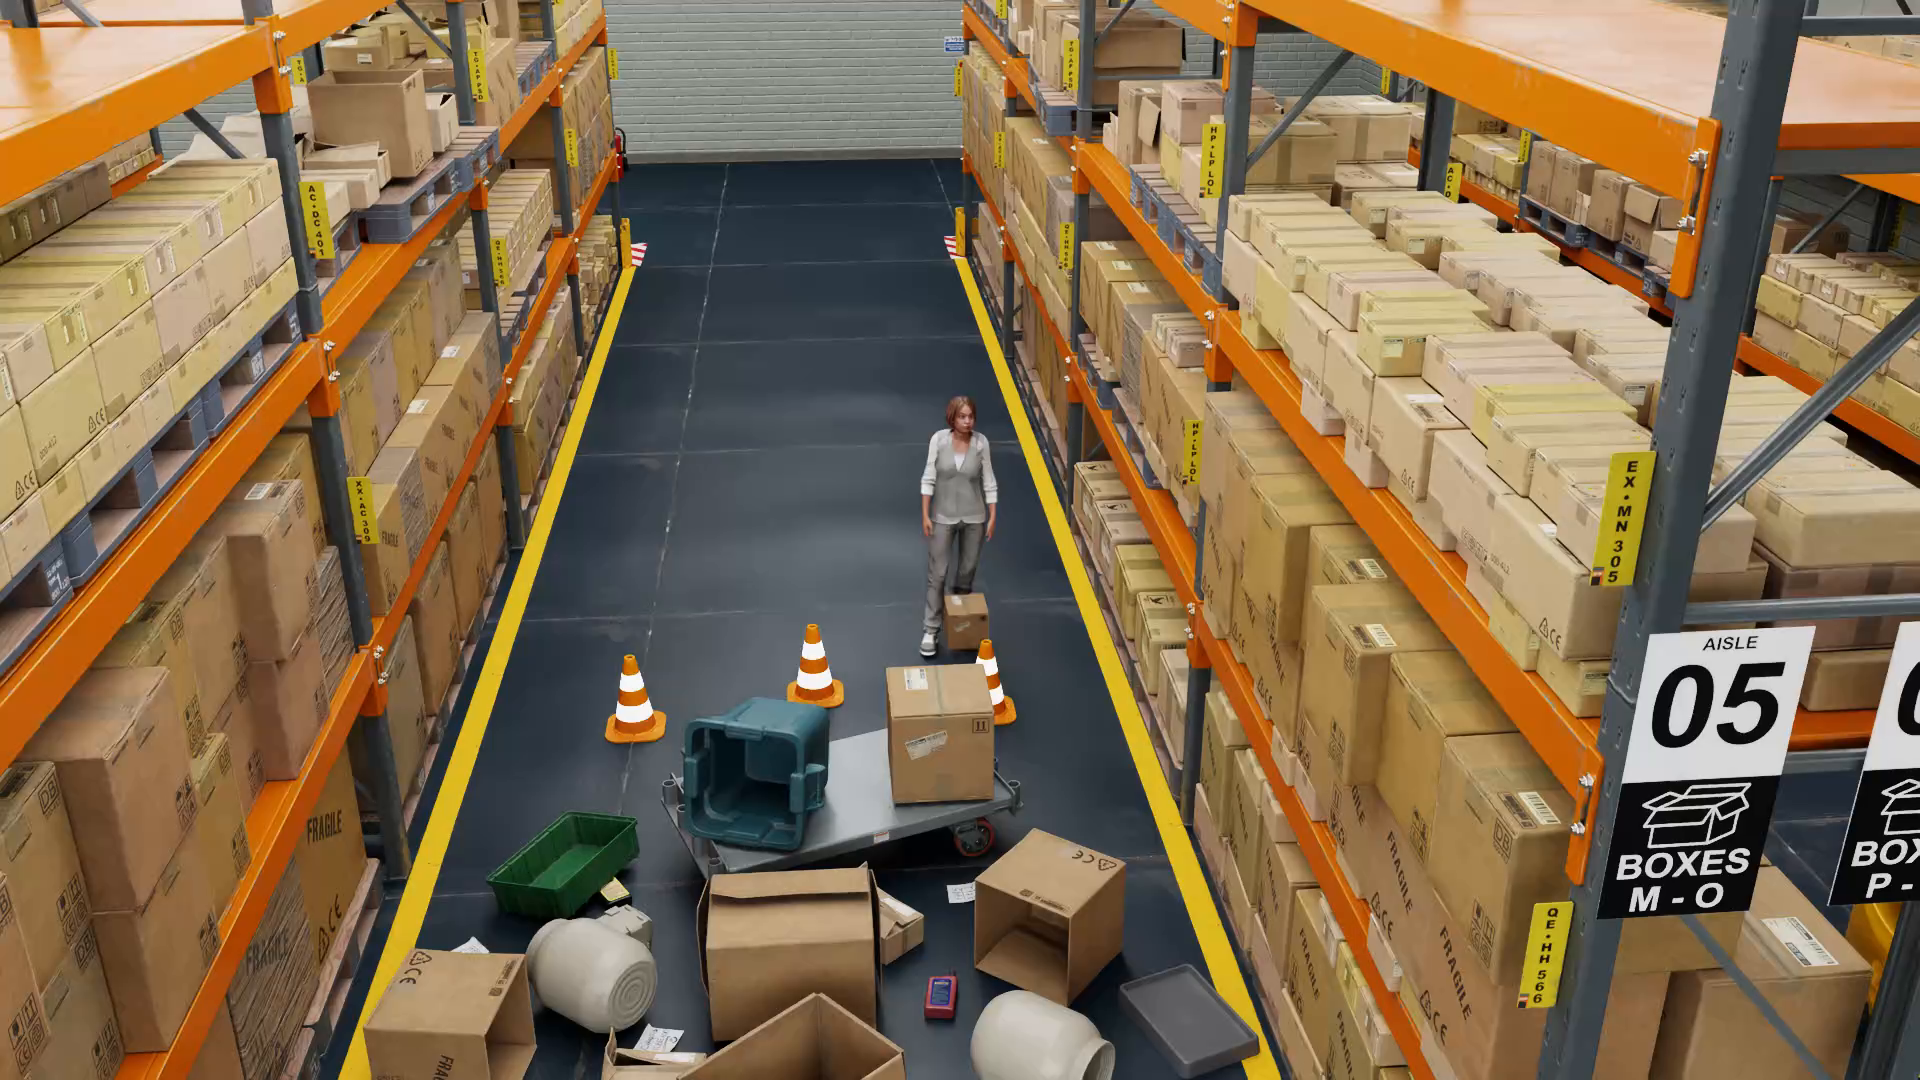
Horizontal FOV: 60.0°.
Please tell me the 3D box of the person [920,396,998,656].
[{"bbox_3d":[-0.013,-0.090,10.294,0.511,1.597,0.474,-2,24,-5],"label":"person"}]
